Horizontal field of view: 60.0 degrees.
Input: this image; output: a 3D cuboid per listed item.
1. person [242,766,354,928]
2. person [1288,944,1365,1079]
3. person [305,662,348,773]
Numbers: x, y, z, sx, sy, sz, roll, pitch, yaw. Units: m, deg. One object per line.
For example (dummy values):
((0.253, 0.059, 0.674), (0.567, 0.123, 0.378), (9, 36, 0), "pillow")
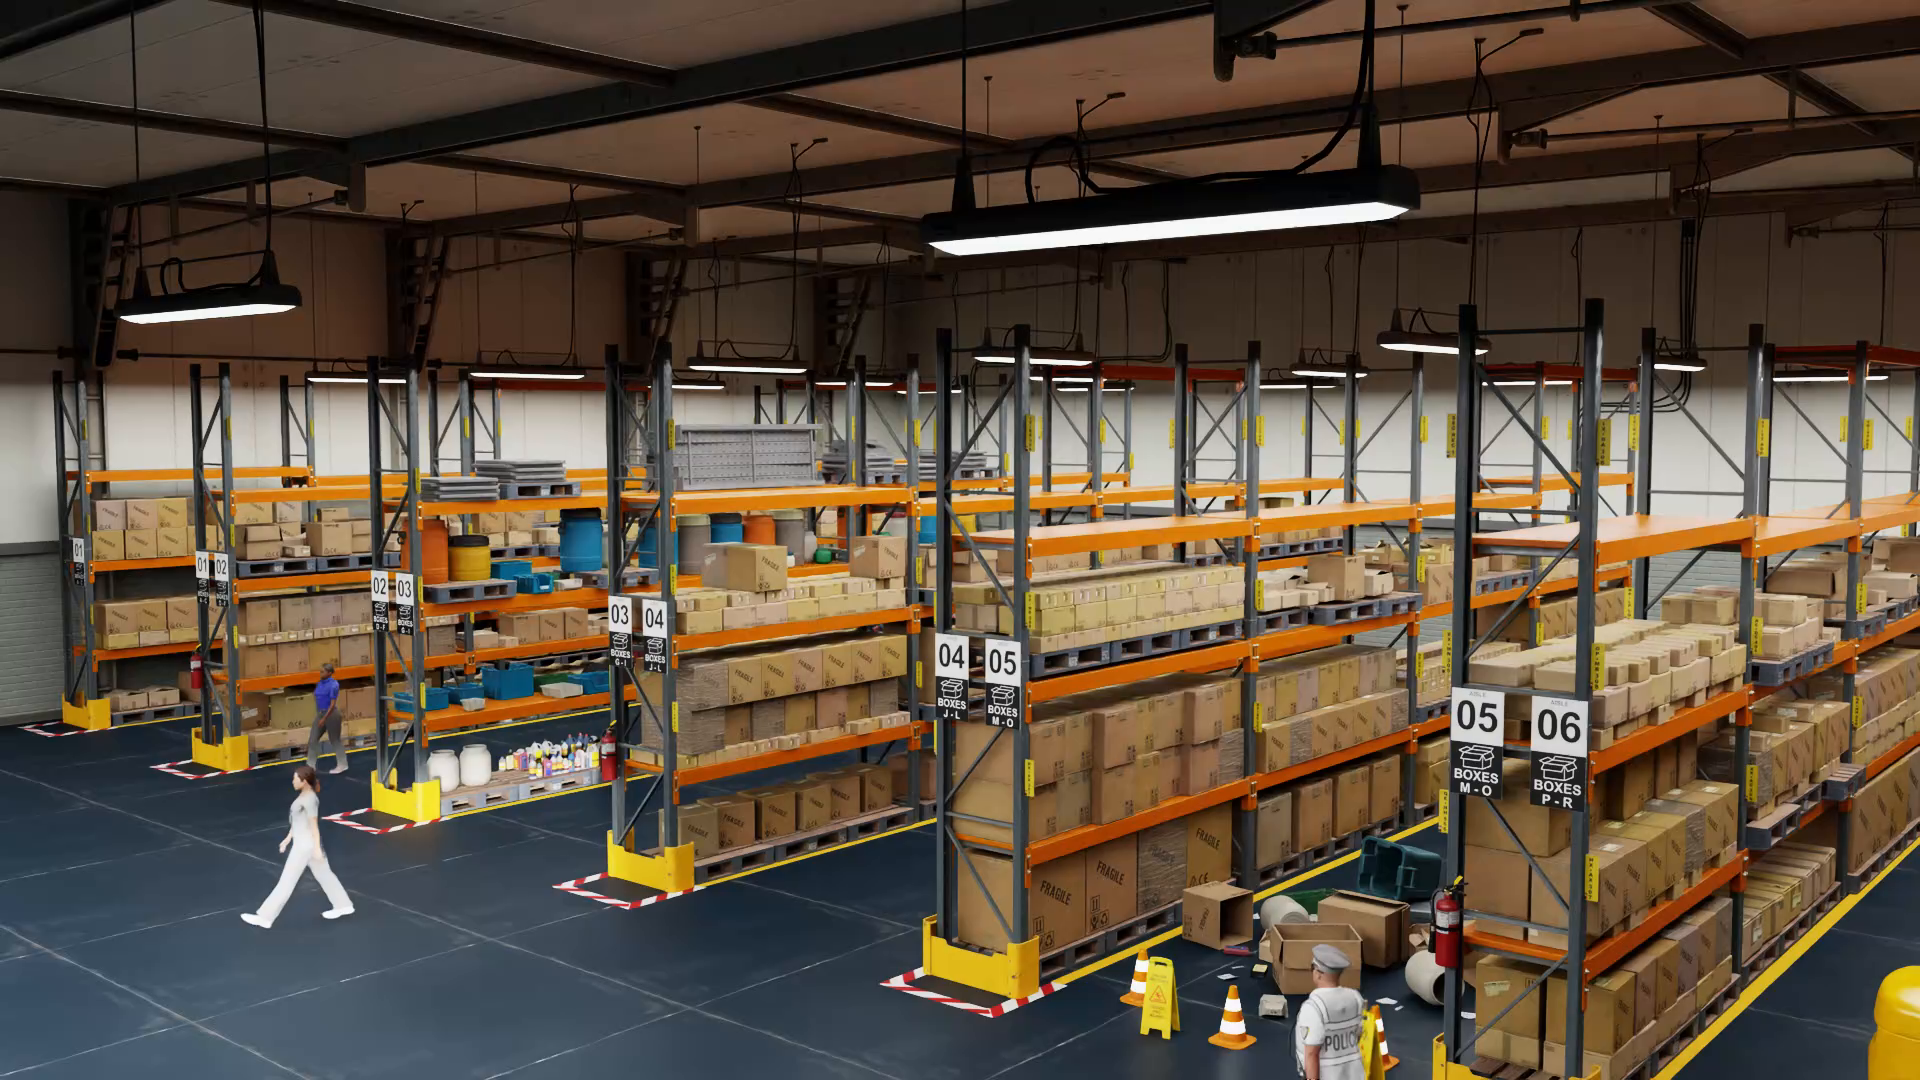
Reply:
((-6.769, 3.112, 16.988), (1.049, 1.608, 0.507), (-1, 4, -18), "person")
((2.403, 3.513, 10.878), (0.547, 1.709, 1.086), (-3, 5, -35), "person")
((-9.234, 2.610, 24.125), (0.504, 1.654, 0.697), (2, 5, 27), "person")
